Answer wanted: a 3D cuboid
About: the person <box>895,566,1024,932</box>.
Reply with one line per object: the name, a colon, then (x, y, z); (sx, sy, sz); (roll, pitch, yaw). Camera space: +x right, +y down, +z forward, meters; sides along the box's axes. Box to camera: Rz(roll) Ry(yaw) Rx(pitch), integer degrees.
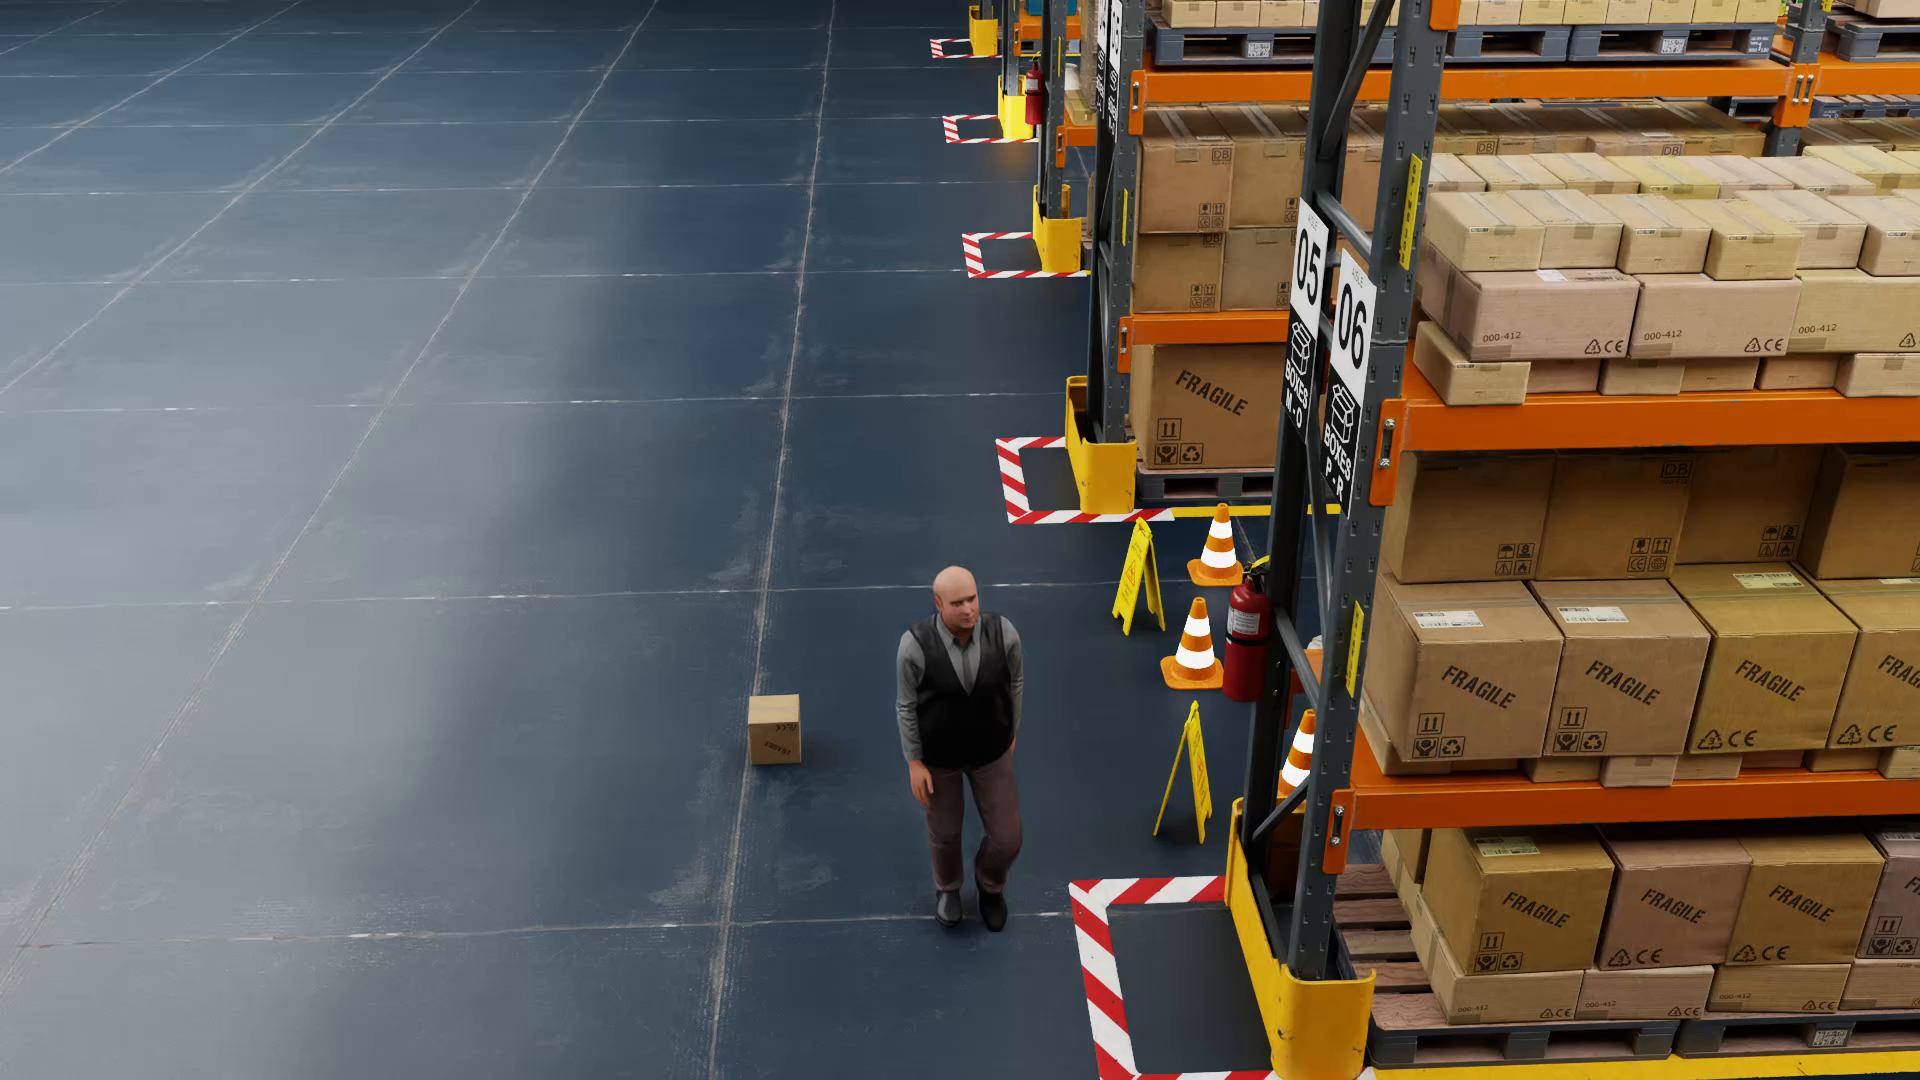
person: (0.010, 0.908, 6.881); (0.546, 1.755, 0.483); (-5, 28, -9)
